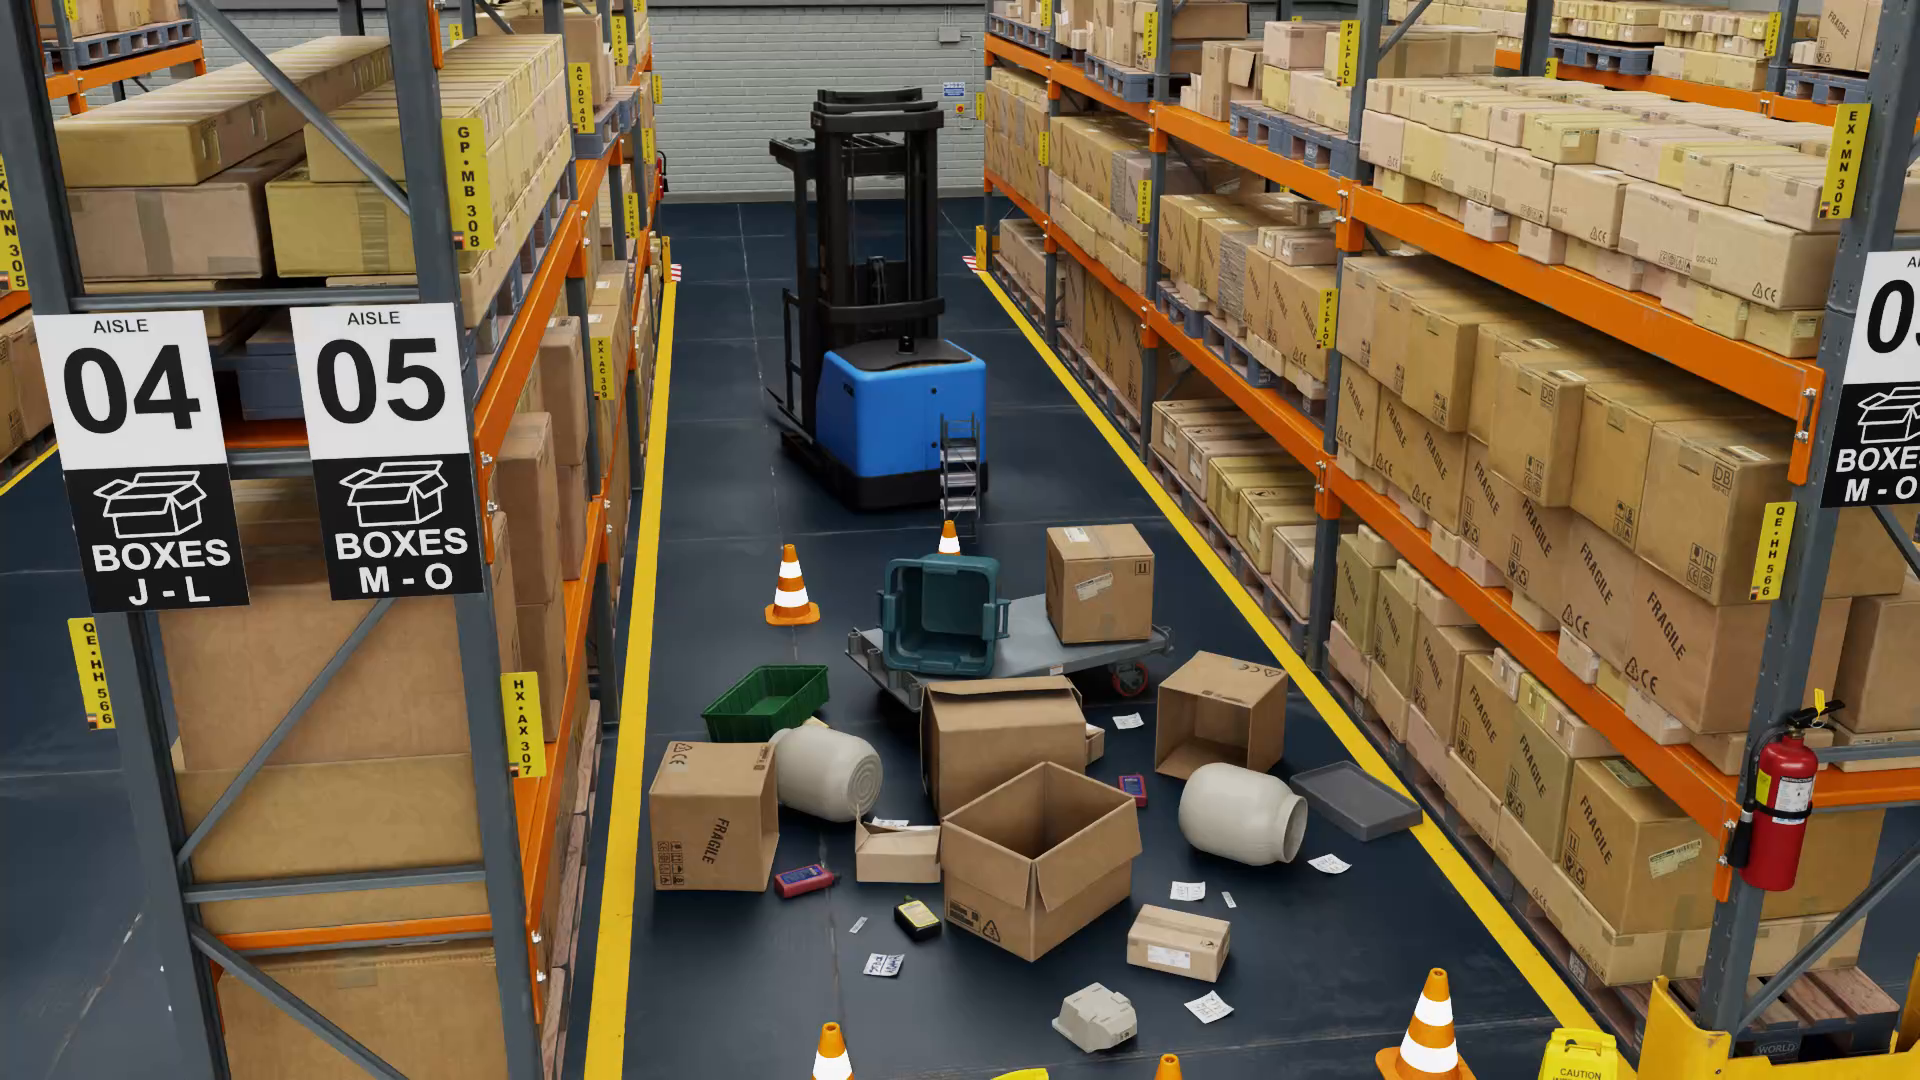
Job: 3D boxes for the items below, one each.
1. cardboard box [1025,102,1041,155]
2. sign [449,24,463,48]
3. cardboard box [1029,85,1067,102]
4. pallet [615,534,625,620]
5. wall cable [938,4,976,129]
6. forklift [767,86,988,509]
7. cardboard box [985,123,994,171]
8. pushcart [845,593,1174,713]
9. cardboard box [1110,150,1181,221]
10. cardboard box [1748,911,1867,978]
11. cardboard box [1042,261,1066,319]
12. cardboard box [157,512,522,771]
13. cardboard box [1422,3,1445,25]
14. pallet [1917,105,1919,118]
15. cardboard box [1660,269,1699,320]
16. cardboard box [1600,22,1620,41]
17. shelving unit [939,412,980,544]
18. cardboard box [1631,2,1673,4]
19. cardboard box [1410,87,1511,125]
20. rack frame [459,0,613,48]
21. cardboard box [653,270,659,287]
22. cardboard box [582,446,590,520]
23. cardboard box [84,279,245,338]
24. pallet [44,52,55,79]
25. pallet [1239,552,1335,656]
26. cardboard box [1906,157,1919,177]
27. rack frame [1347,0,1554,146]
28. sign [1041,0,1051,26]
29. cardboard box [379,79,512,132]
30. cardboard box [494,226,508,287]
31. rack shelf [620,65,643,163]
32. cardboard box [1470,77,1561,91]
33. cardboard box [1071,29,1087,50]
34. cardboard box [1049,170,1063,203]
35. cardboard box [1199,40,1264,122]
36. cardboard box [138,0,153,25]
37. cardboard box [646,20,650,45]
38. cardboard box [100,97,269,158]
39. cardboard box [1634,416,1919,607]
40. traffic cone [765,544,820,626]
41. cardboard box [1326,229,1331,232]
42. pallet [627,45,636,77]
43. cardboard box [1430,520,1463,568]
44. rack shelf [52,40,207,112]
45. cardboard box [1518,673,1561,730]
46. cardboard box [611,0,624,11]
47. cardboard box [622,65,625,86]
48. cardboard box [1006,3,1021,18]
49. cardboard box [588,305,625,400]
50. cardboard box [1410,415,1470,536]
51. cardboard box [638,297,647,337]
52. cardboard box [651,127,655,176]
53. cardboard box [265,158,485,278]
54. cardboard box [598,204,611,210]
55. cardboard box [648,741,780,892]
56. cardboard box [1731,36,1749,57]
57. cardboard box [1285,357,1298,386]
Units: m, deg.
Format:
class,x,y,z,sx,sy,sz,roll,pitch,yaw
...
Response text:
class,x,y,z,sx,sy,sz,roll,pitch,yaw
cardboard box,0.970,-4.290,17.342,0.500,0.500,0.500,-3,21,-9
sign,-3.468,-3.400,11.506,0.100,0.325,0.005,-3,21,-8
cardboard box,0.934,-4.714,17.550,0.380,0.149,0.250,-3,21,-8
pallet,-2.719,0.225,10.811,1.003,0.211,1.213,-3,21,-8
wall cable,-0.036,-7.275,25.412,0.585,1.953,0.123,-3,21,-8
forklift,-0.820,-2.080,13.096,1.130,2.935,3.031,-8,22,-21
cardboard box,0.585,-4.700,19.870,0.500,0.500,0.500,-3,21,-8
pushcart,0.280,0.682,9.351,1.648,0.377,0.936,-11,23,-26
cardboard box,1.537,-2.922,13.681,0.500,0.500,0.500,-3,21,-7
cardboard box,3.263,1.504,6.732,0.500,0.250,0.500,-3,21,-8
cardboard box,1.392,-2.668,17.634,0.875,0.438,0.875,-3,21,-9
cardboard box,-1.793,0.284,4.911,0.875,0.550,0.550,-3,21,-8
cardboard box,5.659,-6.039,19.101,0.500,0.250,0.500,-4,21,-9
pallet,7.215,-3.015,11.484,1.003,0.211,1.213,-2,21,-5
cardboard box,2.705,-0.869,5.828,0.380,0.149,0.250,-2,21,-6
cardboard box,6.114,-4.666,15.251,0.380,0.149,0.250,-2,21,-6
shelving unit,-0.001,-0.424,11.566,0.258,0.900,0.210,-3,21,-8
cardboard box,6.579,-5.008,15.741,0.380,0.149,0.250,-2,21,-6
cardboard box,2.347,-2.034,7.807,0.380,0.149,0.250,-4,21,-10
rack frame,-2.931,-4.590,11.143,1.000,3.000,0.127,-3,21,-8
cardboard box,-3.476,-2.839,18.080,0.380,0.149,0.250,-3,21,-7
cardboard box,-2.289,-0.337,8.118,0.875,0.550,0.550,-3,21,-8
cardboard box,-2.161,-0.638,4.467,0.380,0.149,0.250,-3,21,-8
pallet,-8.249,-3.950,13.990,0.805,0.209,1.217,-4,21,-10
pallet,2.416,0.358,10.456,1.003,0.211,1.213,-3,21,-8
cardboard box,3.205,-1.175,5.507,0.380,0.149,0.250,-3,21,-8
rack frame,2.529,-3.489,8.197,1.000,3.000,0.127,-3,21,-8
sign,0.827,-5.105,15.957,0.100,0.325,0.005,-3,21,-8
cardboard box,-1.657,-1.398,5.360,0.380,0.149,0.250,-3,21,-9
cardboard box,-1.583,-0.850,5.034,0.380,0.149,0.250,-3,21,-8
rack shelf,-3.219,-3.540,13.648,1.077,0.370,4.000,-3,21,-8
cardboard box,2.791,-2.241,8.362,0.380,0.149,0.250,-2,21,-7
cardboard box,1.212,-4.486,14.885,0.380,0.166,0.250,-4,21,-11
cardboard box,1.161,-3.446,16.156,0.500,0.250,0.500,-4,21,-9
cardboard box,2.079,-3.187,11.533,0.700,0.500,0.500,-3,21,-8
cardboard box,-8.917,-5.651,17.387,0.700,0.500,0.500,-4,21,-10
cardboard box,-3.676,-5.564,18.252,0.500,0.250,0.500,-3,21,-8
cardboard box,-2.234,-1.189,4.801,0.380,0.149,0.250,-3,21,-7
cardboard box,2.816,-0.114,5.738,0.700,0.500,0.500,-3,21,-9
traffic cone,-1.053,0.254,10.376,0.336,0.463,0.334,-3,21,-8
cardboard box,2.530,-1.761,10.976,0.500,0.500,0.500,-4,21,-10
pallet,-3.524,-4.262,14.822,1.213,0.211,1.003,-3,21,-8
cardboard box,2.432,0.007,7.768,0.380,0.149,0.250,-3,21,-7
rack shelf,-8.719,-4.710,16.780,1.077,0.370,4.000,-3,21,-8
cardboard box,2.580,0.667,6.974,0.380,0.149,0.250,-3,21,-7
cardboard box,-3.310,-5.033,15.547,0.380,0.149,0.250,-3,21,-9
cardboard box,-2.829,-3.615,12.678,0.500,0.500,0.500,-3,21,-8
cardboard box,0.729,-5.976,18.759,0.380,0.149,0.250,-2,21,-6
cardboard box,-2.380,-1.161,10.393,0.500,0.500,0.500,-3,21,-7
cardboard box,2.472,-0.352,7.802,0.500,0.500,0.500,-3,21,-8
cardboard box,-2.999,-1.935,14.511,0.500,0.250,0.500,-4,21,-10
cardboard box,-3.613,-4.239,18.211,0.500,0.500,0.500,-3,21,-8
cardboard box,-1.593,-0.907,4.617,0.500,0.250,0.500,-3,21,-8
cardboard box,-2.916,-2.577,13.236,0.380,0.149,0.250,-4,21,-10
cardboard box,-1.115,1.261,7.621,0.500,0.500,0.500,1,20,2
cardboard box,6.557,-4.039,13.599,0.380,0.149,0.250,-3,21,-9
cardboard box,2.161,-1.014,9.904,0.380,0.149,0.250,-4,21,-9
